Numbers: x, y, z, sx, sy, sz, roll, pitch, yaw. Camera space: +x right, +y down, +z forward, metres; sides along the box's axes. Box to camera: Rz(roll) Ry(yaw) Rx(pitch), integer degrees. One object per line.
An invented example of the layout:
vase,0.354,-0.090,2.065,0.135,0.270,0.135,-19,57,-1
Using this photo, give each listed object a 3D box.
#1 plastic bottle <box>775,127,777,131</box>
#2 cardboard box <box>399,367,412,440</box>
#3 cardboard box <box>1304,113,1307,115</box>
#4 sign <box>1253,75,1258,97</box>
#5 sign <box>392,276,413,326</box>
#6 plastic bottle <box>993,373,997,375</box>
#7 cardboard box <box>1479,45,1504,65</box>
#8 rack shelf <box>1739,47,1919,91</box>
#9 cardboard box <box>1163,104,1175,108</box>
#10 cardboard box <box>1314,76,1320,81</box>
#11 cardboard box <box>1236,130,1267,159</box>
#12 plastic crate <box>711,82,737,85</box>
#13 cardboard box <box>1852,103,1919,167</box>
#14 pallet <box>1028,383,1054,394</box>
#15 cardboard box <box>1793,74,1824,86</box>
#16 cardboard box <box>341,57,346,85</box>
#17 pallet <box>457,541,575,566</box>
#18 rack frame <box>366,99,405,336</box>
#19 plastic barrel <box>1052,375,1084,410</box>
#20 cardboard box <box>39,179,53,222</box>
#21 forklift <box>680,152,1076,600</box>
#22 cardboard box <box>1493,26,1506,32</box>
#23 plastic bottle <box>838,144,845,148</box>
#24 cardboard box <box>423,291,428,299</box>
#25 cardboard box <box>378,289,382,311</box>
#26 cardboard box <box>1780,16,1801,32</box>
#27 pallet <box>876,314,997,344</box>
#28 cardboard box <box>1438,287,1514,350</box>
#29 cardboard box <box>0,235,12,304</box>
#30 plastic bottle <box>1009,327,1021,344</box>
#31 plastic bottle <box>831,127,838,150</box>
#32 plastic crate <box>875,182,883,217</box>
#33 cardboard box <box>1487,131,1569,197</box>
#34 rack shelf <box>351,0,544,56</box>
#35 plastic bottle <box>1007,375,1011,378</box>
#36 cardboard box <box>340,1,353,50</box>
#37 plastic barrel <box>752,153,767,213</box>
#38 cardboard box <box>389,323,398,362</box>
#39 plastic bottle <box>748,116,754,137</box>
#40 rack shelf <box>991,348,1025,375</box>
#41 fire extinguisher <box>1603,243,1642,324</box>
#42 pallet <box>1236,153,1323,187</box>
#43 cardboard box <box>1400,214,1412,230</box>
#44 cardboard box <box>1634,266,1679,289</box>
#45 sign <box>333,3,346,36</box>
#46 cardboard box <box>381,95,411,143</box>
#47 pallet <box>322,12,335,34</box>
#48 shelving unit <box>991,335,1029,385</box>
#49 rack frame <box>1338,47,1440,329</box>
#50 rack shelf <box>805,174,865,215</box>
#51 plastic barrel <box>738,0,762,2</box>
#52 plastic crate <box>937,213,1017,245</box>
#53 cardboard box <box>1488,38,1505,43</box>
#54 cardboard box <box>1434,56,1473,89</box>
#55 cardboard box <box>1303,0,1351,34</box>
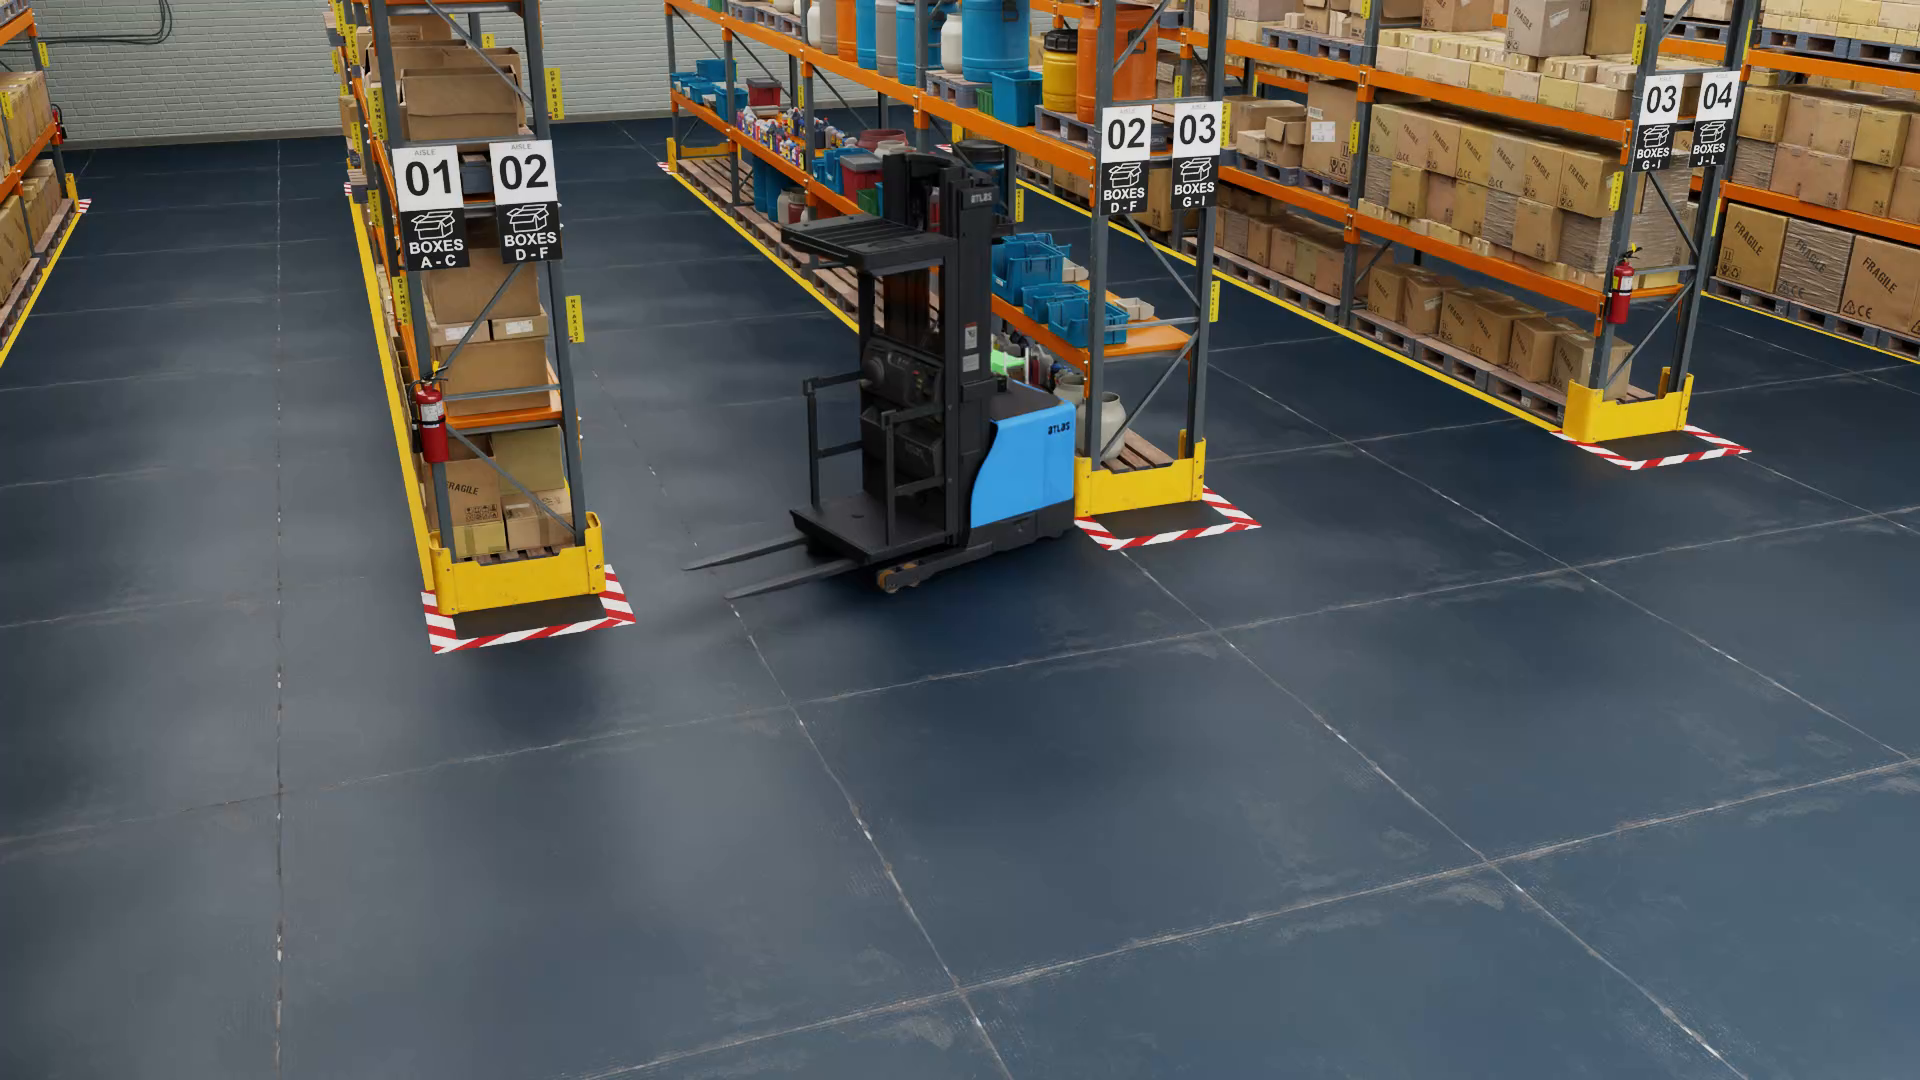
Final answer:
plastic bottle,-2.348,-5.160,21.404,0.061,0.283,0.133,-8,24,-19
cardboard box,-4.345,-1.151,13.777,0.500,0.500,0.500,-8,24,-19
cardboard box,6.093,-7.242,28.557,0.380,0.149,0.250,-8,24,-19
sign,3.791,-5.840,21.479,0.100,0.325,0.005,-8,24,-19
sign,-3.669,-1.574,10.950,0.100,0.325,0.005,-8,24,-19
plastic bottle,0.308,-1.380,15.225,0.152,0.276,0.135,-9,24,-20
cardboard box,5.145,-4.591,15.722,0.380,0.149,0.250,-8,24,-18
rack shelf,10.082,-4.780,17.416,1.077,0.370,4.000,-8,24,-19
cardboard box,2.880,-5.457,21.830,0.500,0.500,0.500,-8,24,-17
cardboard box,5.998,-7.503,27.135,0.380,0.149,0.250,-7,24,-17
cardboard box,3.664,-4.749,19.932,0.500,0.250,0.500,-9,24,-20
plastic crate,-3.716,-7.127,26.184,0.396,0.136,0.243,-8,24,-19
cardboard box,10.034,-4.293,17.614,0.875,0.550,0.500,-8,24,-19
pallet,0.699,-1.154,15.339,1.003,0.211,1.213,-8,24,-19
cardboard box,12.500,-6.807,24.108,0.500,0.500,0.500,-9,24,-20
cardboard box,-8.000,-6.202,22.310,0.500,0.500,0.500,-9,24,-20
pallet,-3.465,0.012,12.573,1.003,0.211,1.213,-8,24,-19
rack frame,-4.569,-2.454,14.834,1.000,3.000,0.127,-8,24,-19
plastic barrel,0.998,-1.137,14.371,0.421,0.512,0.421,0,23,0
cardboard box,-12.745,-4.570,22.532,0.700,0.500,0.500,-9,25,-21
forklift,-0.585,-1.201,11.949,3.031,2.935,1.130,-16,28,-34
cardboard box,10.013,-9.453,30.022,0.500,0.500,0.500,-9,24,-19
plastic bottle,-1.471,-4.840,20.751,0.097,0.201,0.097,0,23,0
cardboard box,-3.740,-1.738,12.171,0.380,0.149,0.250,-8,24,-18
cardboard box,-6.072,-2.603,18.188,0.500,0.250,0.500,-8,24,-19
cardboard box,9.279,-5.689,18.301,0.380,0.149,0.250,-8,24,-19
pallet,-0.248,-2.128,17.649,1.003,0.211,1.213,-8,24,-19
cardboard box,5.306,-2.281,17.101,0.500,0.500,0.500,-11,25,-24
cardboard box,-11.056,-3.034,18.437,0.750,0.750,0.750,-8,24,-19
plastic bottle,0.563,-1.920,16.411,0.144,0.351,0.185,-9,24,-20
plastic bottle,-1.621,-5.194,21.500,0.097,0.271,0.097,0,23,0
plastic crate,-0.615,-3.483,17.296,0.392,0.384,0.575,-8,24,-19
cardboard box,5.331,-3.531,15.591,0.500,0.500,0.500,-8,24,-19
rack shelf,-3.863,-3.976,12.162,1.077,0.370,4.000,-8,24,-19
plastic bottle,0.456,-1.347,15.139,0.061,0.283,0.133,-8,24,-19
cardboard box,-6.532,-5.864,18.934,0.910,0.500,0.500,-8,24,-19
plastic barrel,-2.584,-5.066,23.192,0.600,0.901,0.708,-8,24,-19
cardboard box,-5.170,-1.935,15.880,0.500,0.311,0.500,-8,24,-18
plastic bottle,-2.808,-5.581,22.418,0.097,0.271,0.097,0,23,0
rack shelf,0.312,-1.437,13.652,0.258,0.148,0.480,-15,26,-32
fire extinguisher,5.722,-2.218,14.374,0.296,0.674,0.183,-8,24,-19
pallet,4.024,-4.463,19.848,1.003,0.211,1.213,-8,24,-19
cardboard box,4.782,-3.308,17.183,0.380,0.149,0.250,-8,24,-19
cardboard box,6.235,-2.379,14.980,0.380,0.149,0.250,-8,24,-19
sign,-6.491,-5.454,17.425,0.100,0.325,0.005,-8,24,-19
cardboard box,-3.810,-2.954,11.631,0.500,0.250,0.500,-8,24,-19
pallet,-7.231,-6.410,20.600,1.213,0.211,1.003,-8,24,-19
shelving unit,0.313,-1.050,13.805,0.258,1.200,0.503,-15,26,-32
rack frame,4.700,-3.812,18.056,1.000,3.000,0.127,-8,24,-19
rack shelf,-0.640,-3.528,18.307,1.077,0.370,4.000,-8,24,-19
plastic barrel,-2.809,-7.452,22.114,0.433,0.535,0.433,0,23,0
plastic crate,0.132,-2.896,15.963,0.767,0.338,0.504,-8,24,-19
cardboard box,5.407,-4.841,16.315,0.380,0.149,0.250,-7,24,-17
cardboard box,4.976,-4.553,16.145,0.500,0.250,0.500,-9,25,-21
cardboard box,4.293,-5.962,18.621,0.797,0.503,0.637,-7,24,-17
